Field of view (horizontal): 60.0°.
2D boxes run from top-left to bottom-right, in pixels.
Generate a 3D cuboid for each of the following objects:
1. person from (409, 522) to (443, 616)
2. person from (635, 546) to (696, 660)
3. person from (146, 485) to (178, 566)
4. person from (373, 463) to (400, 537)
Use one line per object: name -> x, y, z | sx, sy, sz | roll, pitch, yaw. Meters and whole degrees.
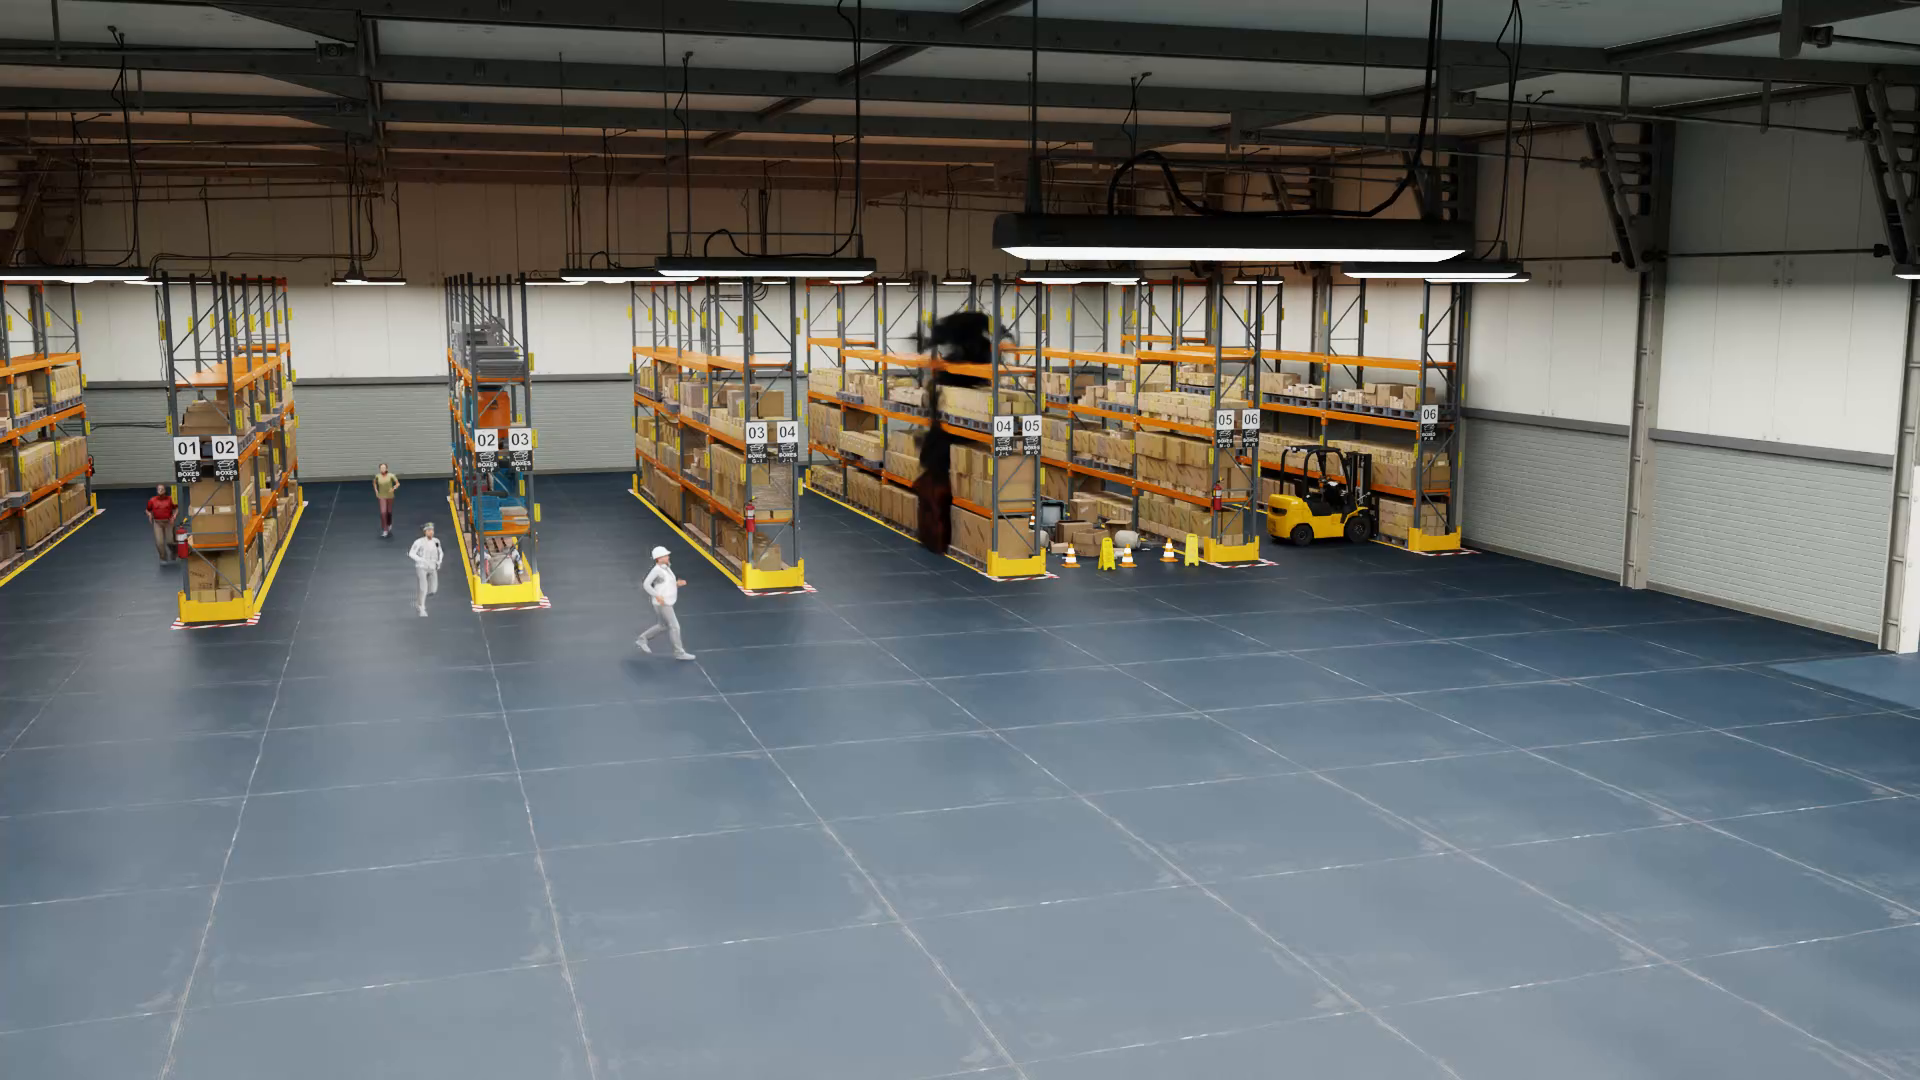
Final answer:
person -> -9.405, 0.505, 29.398 | 0.643, 1.652, 0.592 | -7, 11, -40
person -> -4.575, 0.969, 25.679 | 0.969, 1.749, 0.659 | 0, 9, 3
person -> -16.580, -0.317, 34.611 | 0.660, 1.674, 0.604 | -3, 9, -19
person -> -13.426, -0.957, 38.971 | 0.591, 1.707, 0.777 | -2, 9, -15
